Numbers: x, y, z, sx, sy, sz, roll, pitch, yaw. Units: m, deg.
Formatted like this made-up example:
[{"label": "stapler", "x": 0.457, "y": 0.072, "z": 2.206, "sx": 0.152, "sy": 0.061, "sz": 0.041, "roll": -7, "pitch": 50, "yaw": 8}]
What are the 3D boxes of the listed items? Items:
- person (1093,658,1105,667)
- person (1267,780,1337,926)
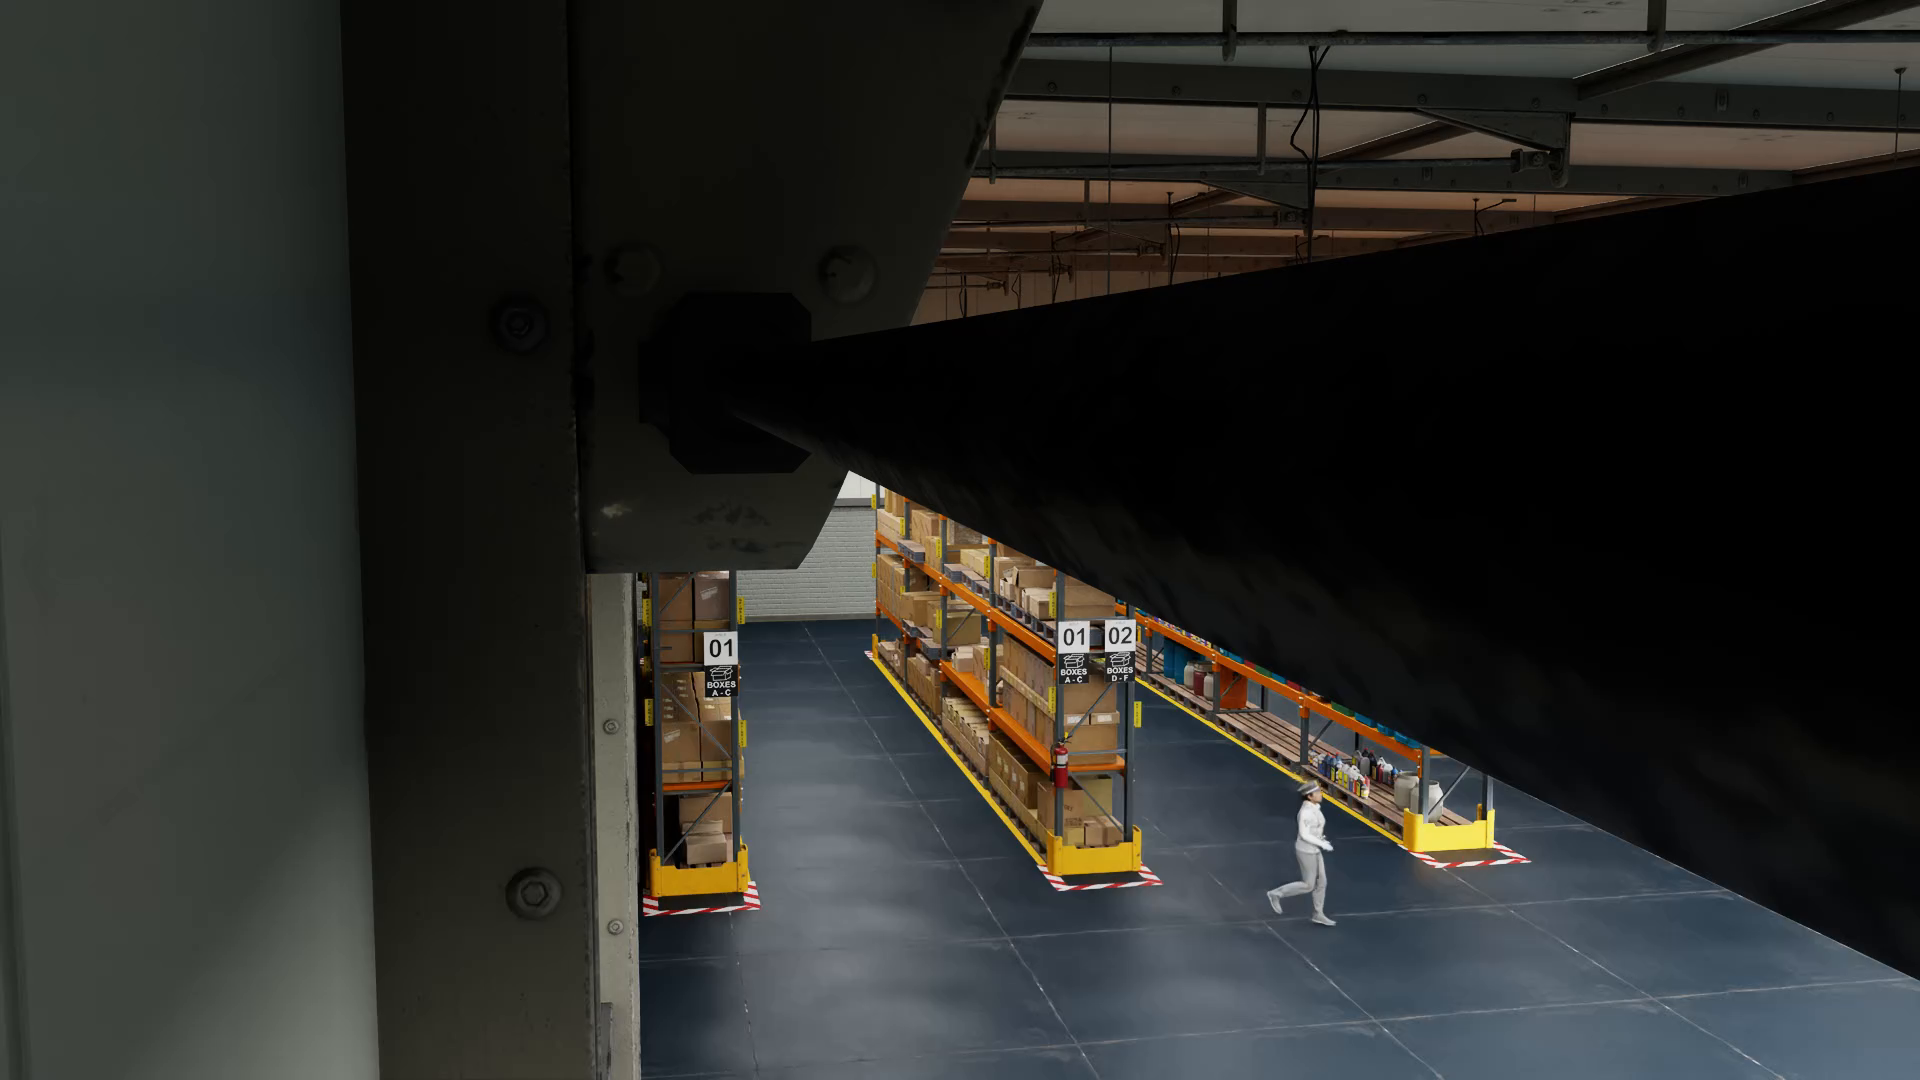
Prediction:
[{"label": "person", "x": 2.543, "y": 2.347, "z": 30.205, "sx": 0.700, "sy": 1.762, "sz": 0.956, "roll": -3, "pitch": 7, "yaw": -26}, {"label": "person", "x": 3.934, "y": 3.560, "z": 19.039, "sx": 0.780, "sy": 1.695, "sz": 0.624, "roll": 2, "pitch": 6, "yaw": 17}]
